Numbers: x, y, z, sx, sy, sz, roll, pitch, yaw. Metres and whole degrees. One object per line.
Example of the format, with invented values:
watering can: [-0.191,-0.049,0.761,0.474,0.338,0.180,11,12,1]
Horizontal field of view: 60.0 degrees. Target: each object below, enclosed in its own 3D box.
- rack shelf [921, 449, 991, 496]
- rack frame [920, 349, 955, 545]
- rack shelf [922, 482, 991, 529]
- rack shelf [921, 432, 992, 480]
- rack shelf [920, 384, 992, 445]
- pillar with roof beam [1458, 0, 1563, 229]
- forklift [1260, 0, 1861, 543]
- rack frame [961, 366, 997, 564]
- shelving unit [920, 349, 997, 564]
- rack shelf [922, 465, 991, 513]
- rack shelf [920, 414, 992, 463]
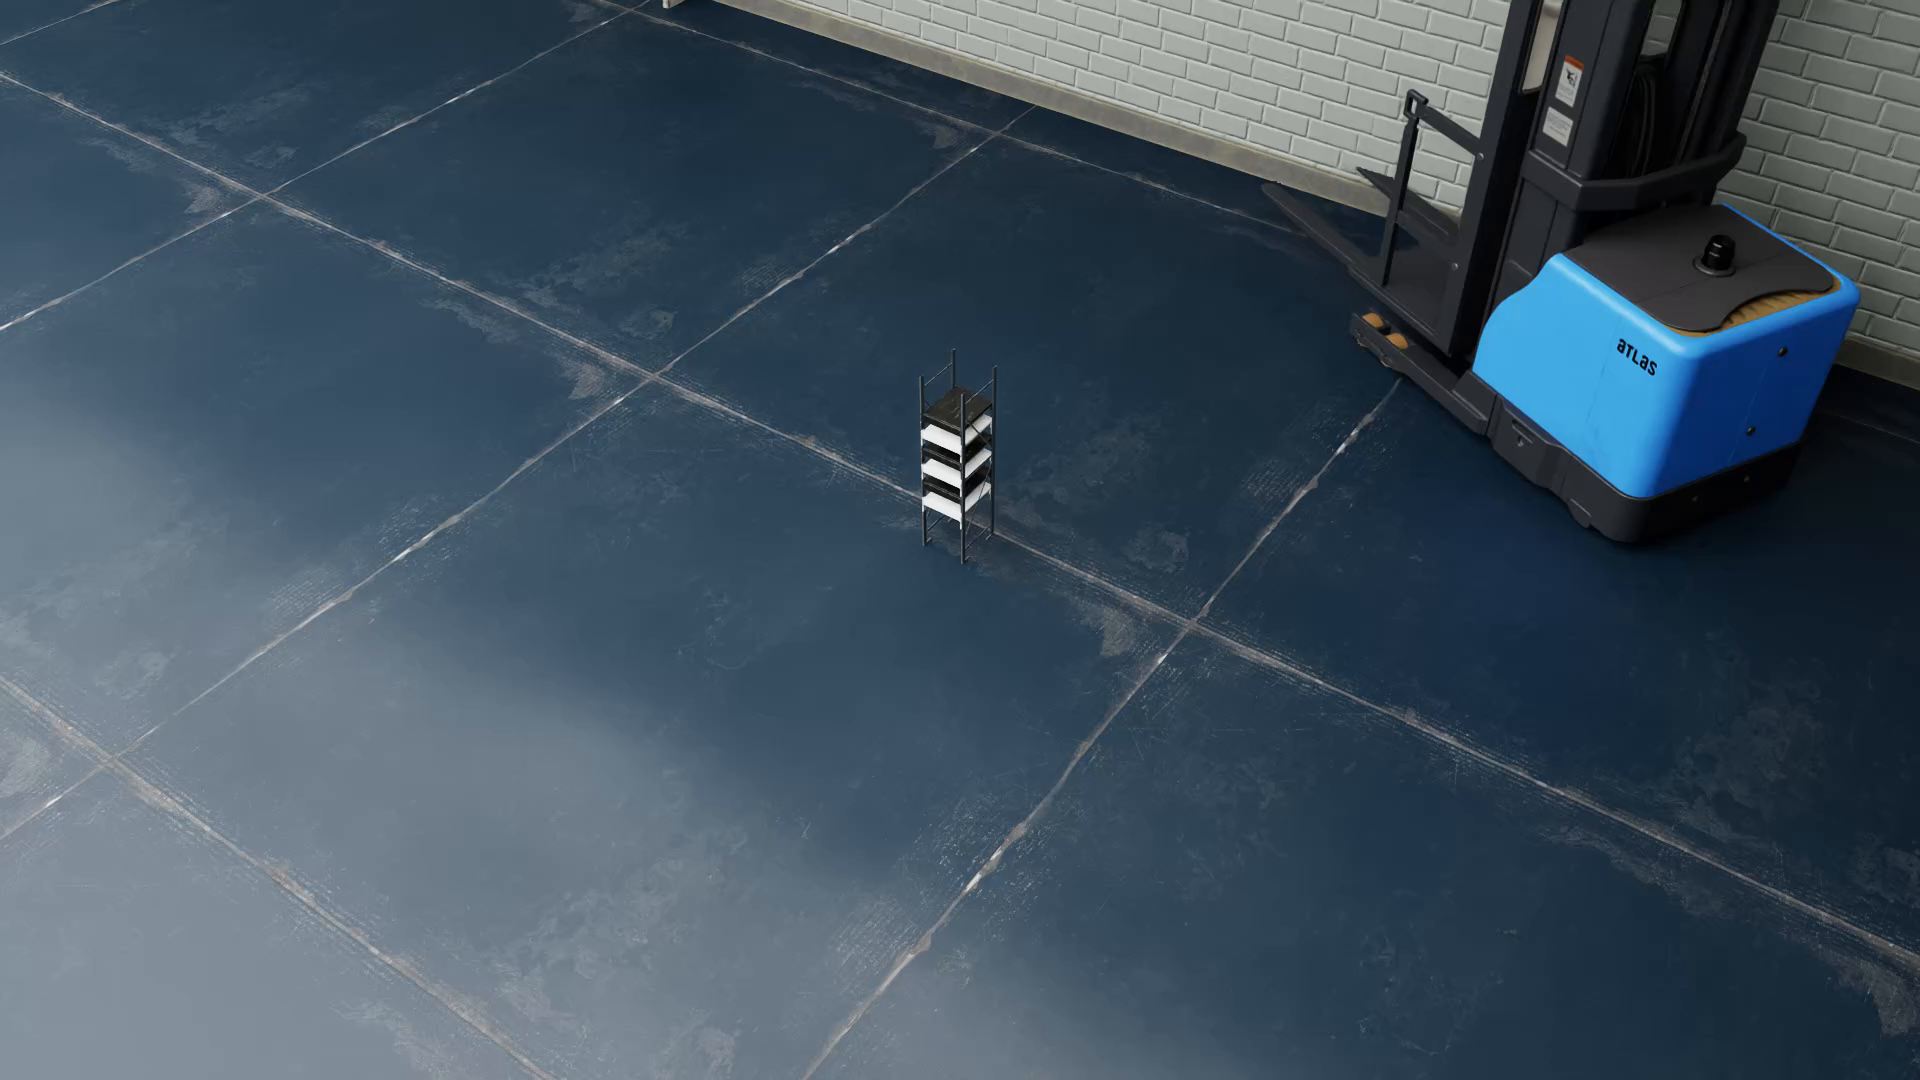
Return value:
rack shelf: [-0.007,-0.314,6.976,0.200,0.077,0.258,25,48,25]
rack frame: [-0.090,-0.377,6.997,0.006,0.900,0.240,25,48,25]
rack shelf: [-0.007,-0.179,7.096,0.200,0.077,0.258,25,48,25]
rack shelf: [-0.007,-0.381,6.916,0.200,0.077,0.258,25,48,25]
rack shelf: [-0.007,-0.515,6.796,0.200,0.077,0.258,25,48,25]
pillar with roof beam: [0.390,-2.470,3.261,0.400,9.000,9.100,25,48,25]
forklift: [2.612,-2.062,7.357,1.130,2.935,3.031,-18,45,-19]
rack frame: [0.077,-0.300,6.910,0.006,0.900,0.240,25,48,25]
shelving unit: [-0.007,-0.338,6.953,0.210,0.900,0.258,25,48,25]
rack shelf: [-0.007,-0.247,7.036,0.200,0.077,0.258,25,48,25]
rack shelf: [-0.007,-0.448,6.856,0.200,0.077,0.258,25,48,25]
